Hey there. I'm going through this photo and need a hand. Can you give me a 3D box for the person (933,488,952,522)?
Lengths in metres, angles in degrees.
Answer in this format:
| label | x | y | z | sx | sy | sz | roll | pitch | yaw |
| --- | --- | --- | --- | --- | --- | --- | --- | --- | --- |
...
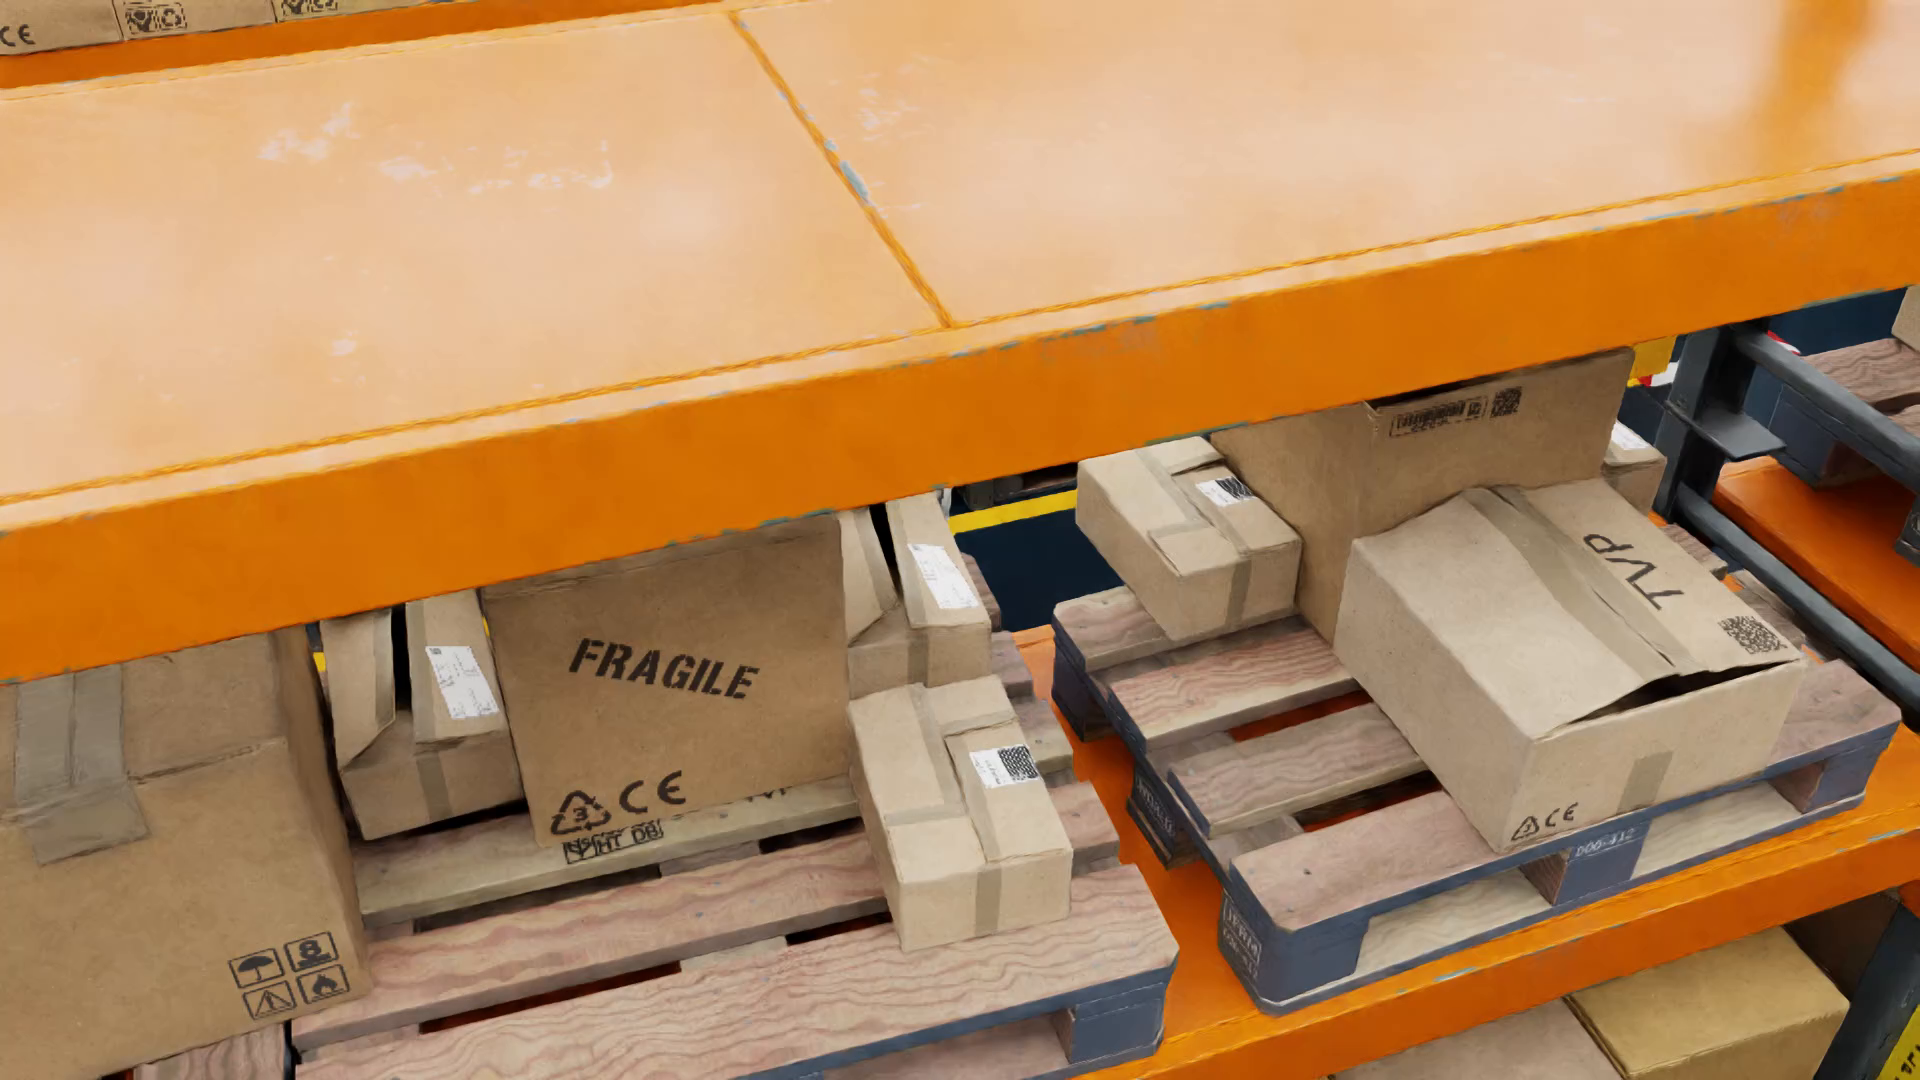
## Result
| label | x | y | z | sx | sy | sz | roll | pitch | yaw |
| --- | --- | --- | --- | --- | --- | --- | --- | --- | --- |
| person | -0.301 | -0.136 | 6.795 | 0.568 | 1.768 | 0.635 | -7 | 38 | -9 |
